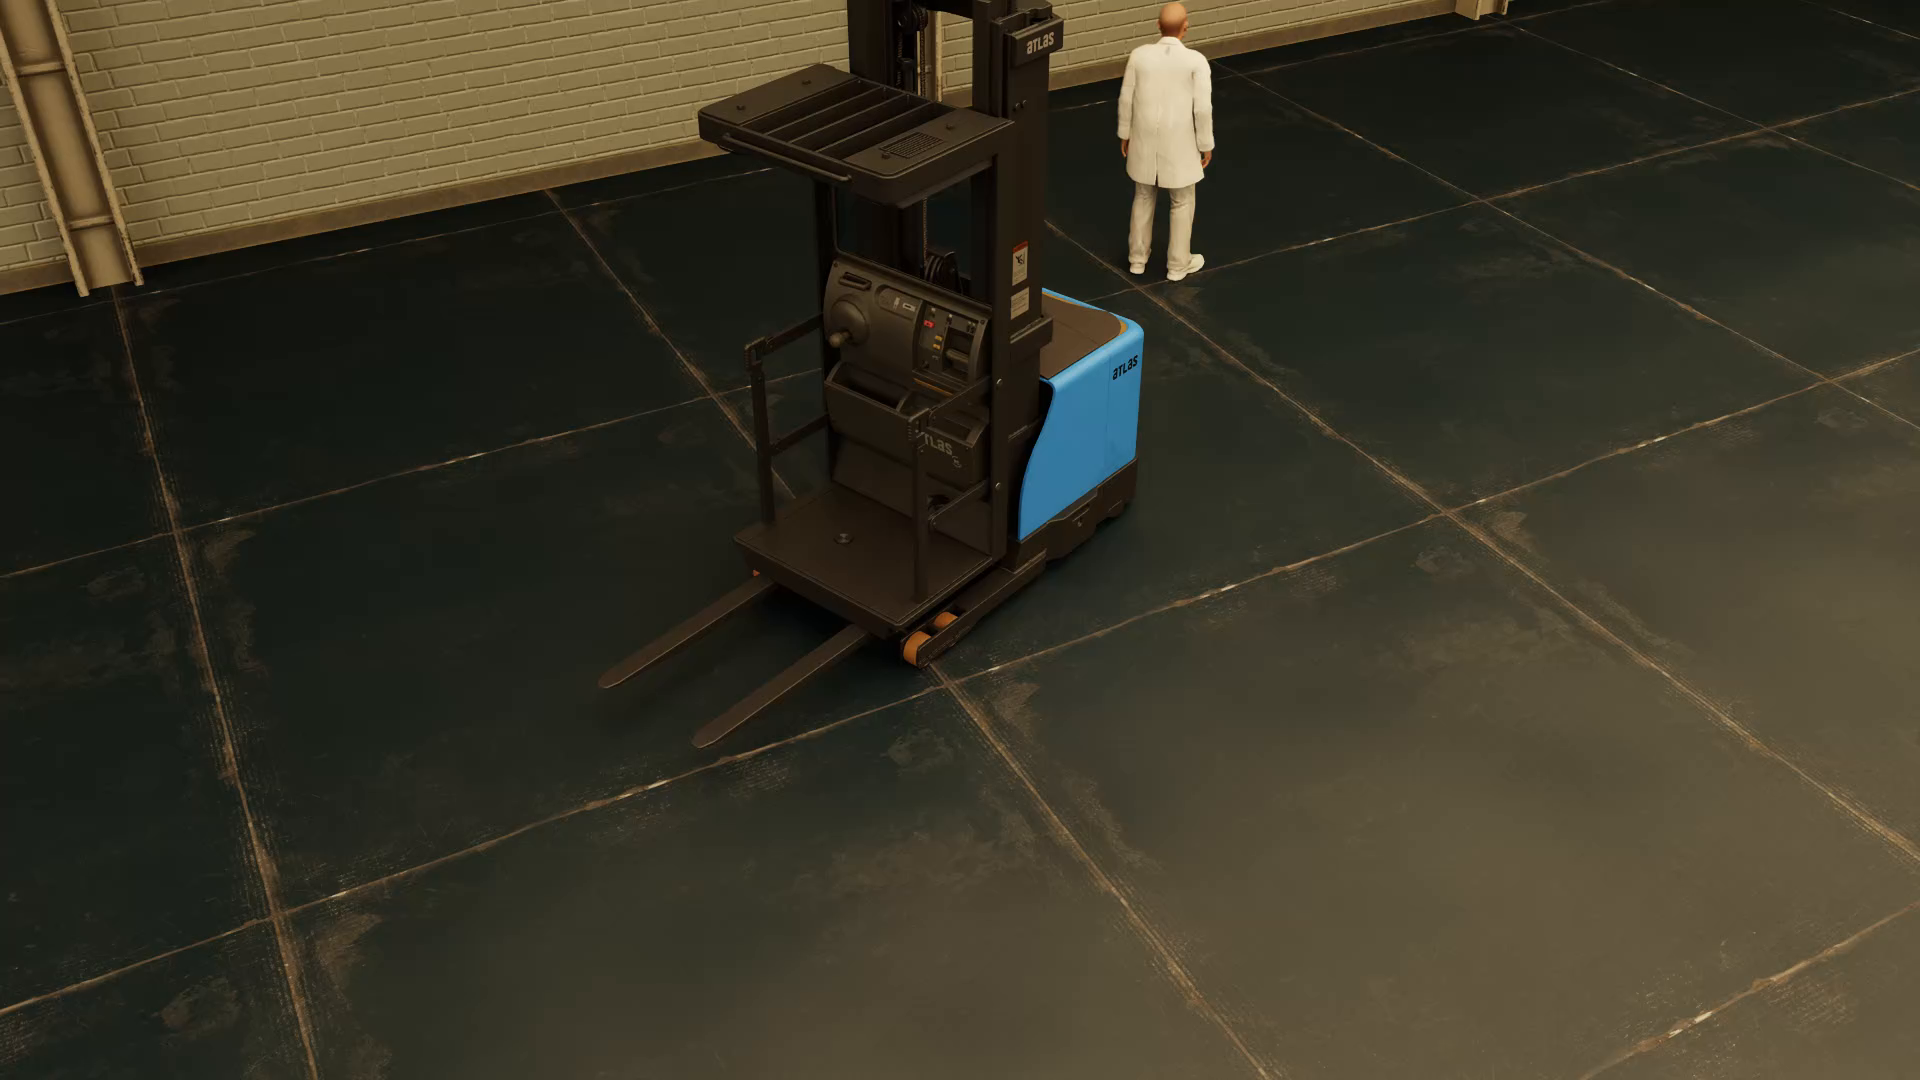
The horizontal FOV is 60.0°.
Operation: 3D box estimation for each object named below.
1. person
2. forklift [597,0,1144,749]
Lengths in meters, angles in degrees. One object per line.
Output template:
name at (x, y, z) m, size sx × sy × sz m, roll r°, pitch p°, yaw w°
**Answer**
person at (1.327, -2.566, 10.755) m, size 0.646 × 1.774 × 0.420 m, roll 14°, pitch 38°, yaw 19°
forklift at (-0.390, -0.927, 7.434) m, size 1.130 × 2.935 × 3.031 m, roll 26°, pitch 43°, yaw 31°
